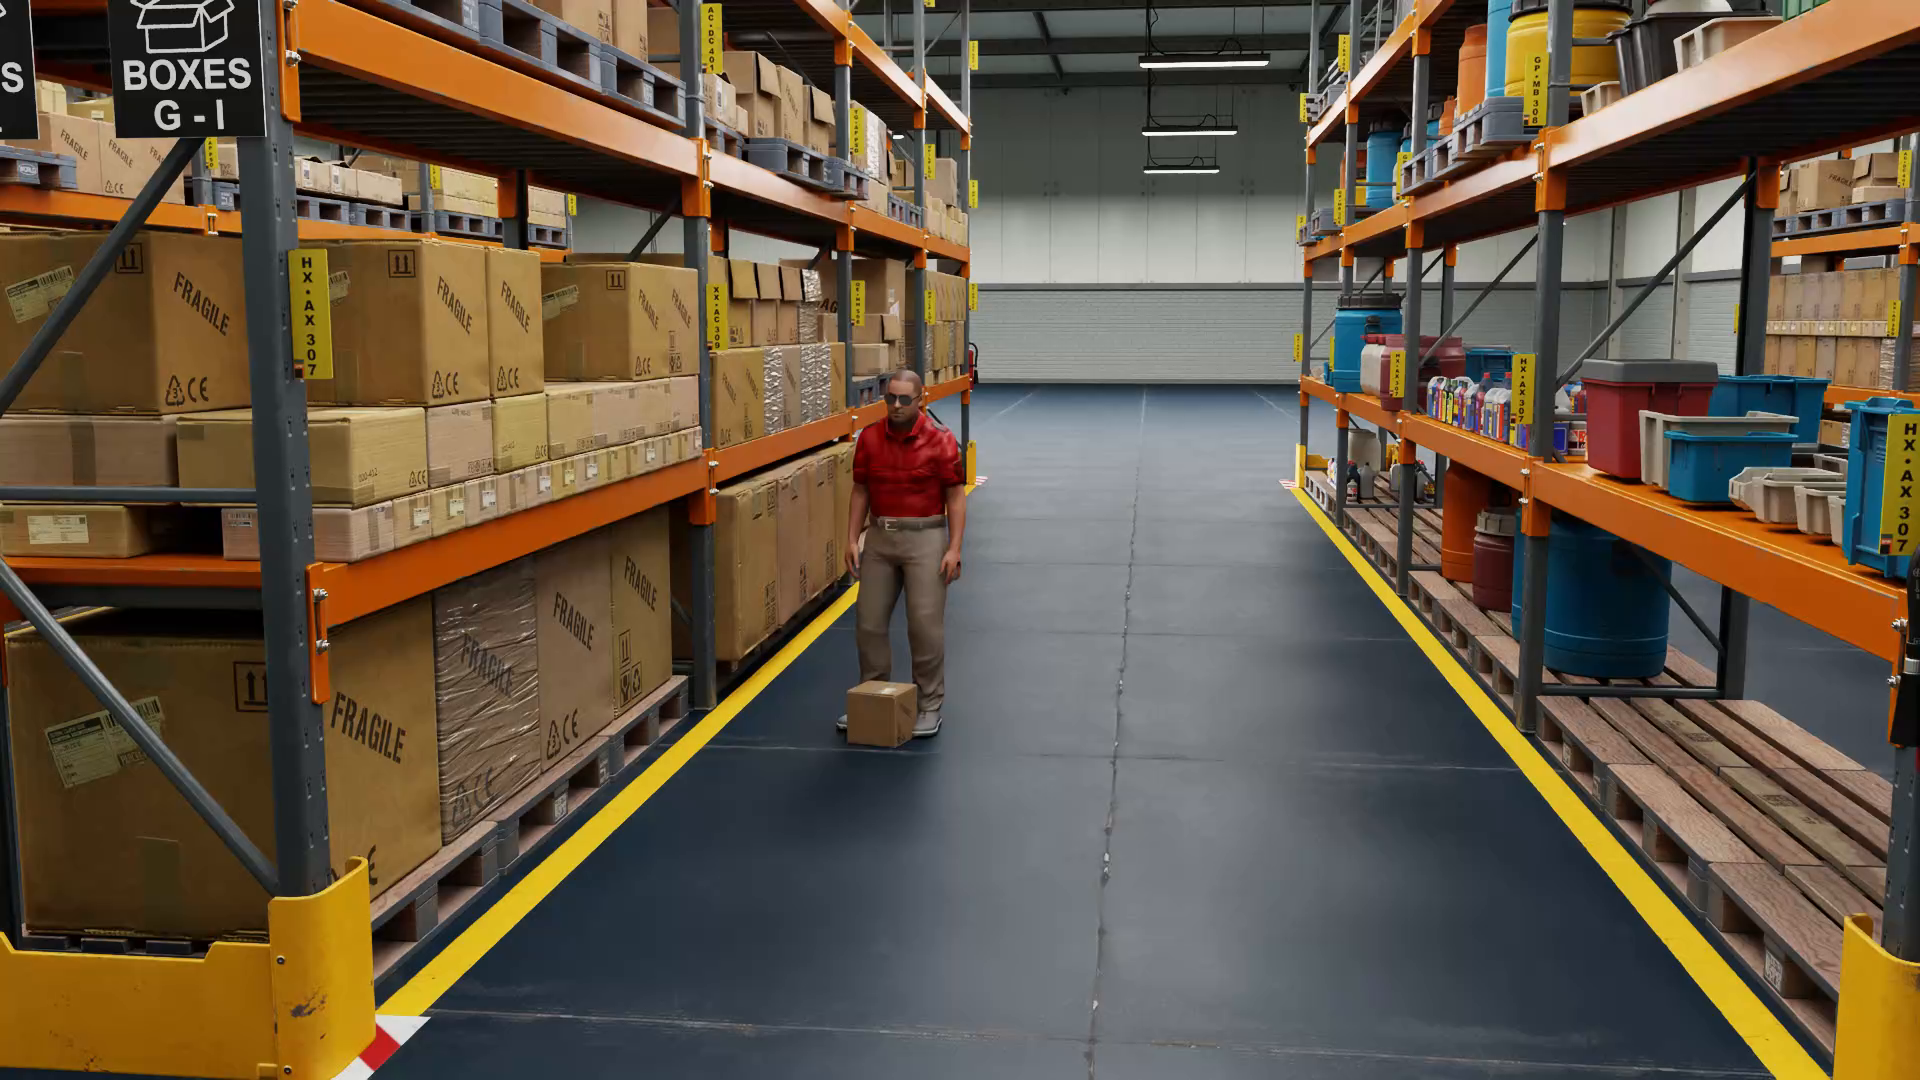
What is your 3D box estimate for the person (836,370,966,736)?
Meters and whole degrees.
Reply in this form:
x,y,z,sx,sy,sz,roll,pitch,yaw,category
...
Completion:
x,y,z,sx,sy,sz,roll,pitch,yaw,category
-0.273,0.052,7.949,0.601,1.726,0.399,3,8,19,person
